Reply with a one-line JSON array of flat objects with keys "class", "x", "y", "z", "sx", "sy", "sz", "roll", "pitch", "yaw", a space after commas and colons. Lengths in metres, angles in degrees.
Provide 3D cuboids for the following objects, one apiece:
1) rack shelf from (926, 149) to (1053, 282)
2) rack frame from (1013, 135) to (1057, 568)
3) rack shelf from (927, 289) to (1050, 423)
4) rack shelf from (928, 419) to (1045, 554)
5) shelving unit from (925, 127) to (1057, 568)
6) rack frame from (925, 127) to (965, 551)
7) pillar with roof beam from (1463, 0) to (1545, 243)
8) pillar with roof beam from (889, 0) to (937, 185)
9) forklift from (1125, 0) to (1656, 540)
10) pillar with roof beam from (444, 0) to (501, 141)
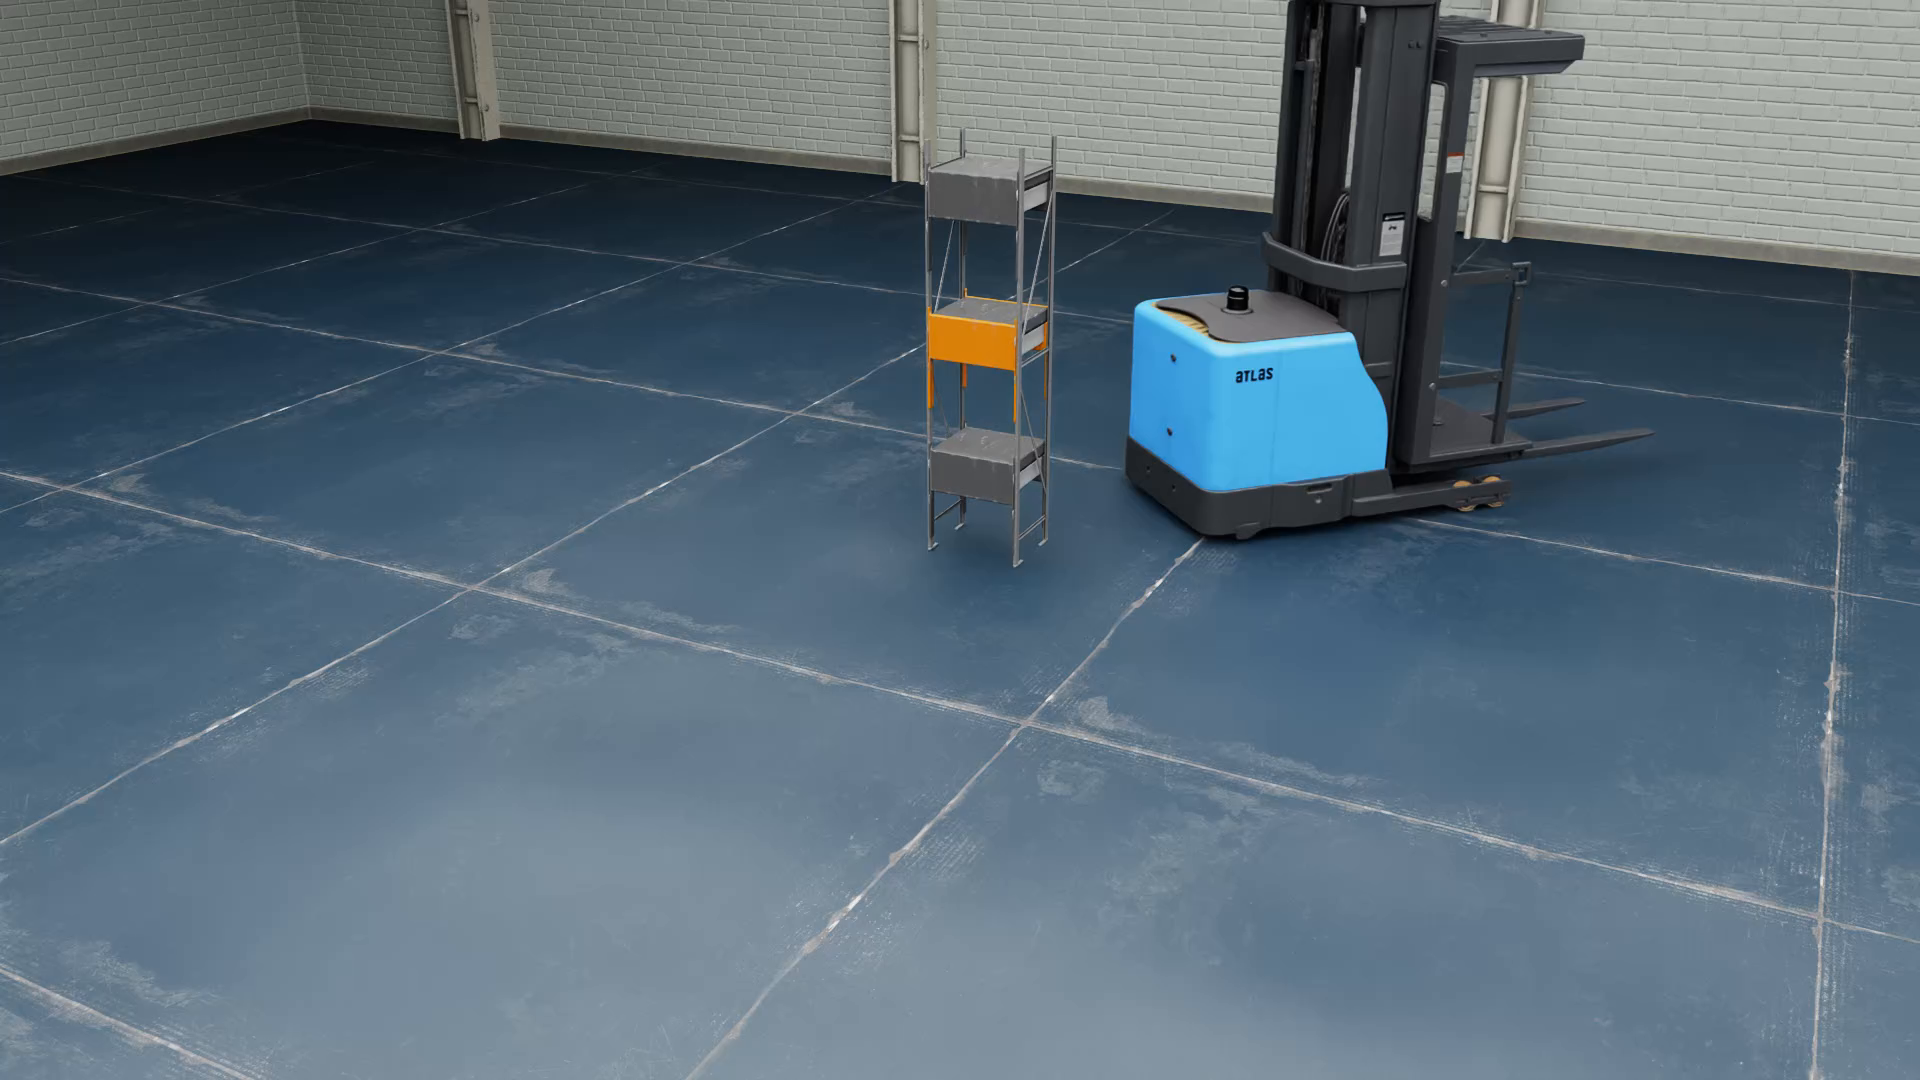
[{"class": "rack shelf", "x": 0.148, "y": -1.569, "z": 8.002, "sx": 0.480, "sy": 0.518, "sz": 0.431, "roll": 11, "pitch": 25, "yaw": 25}, {"class": "rack frame", "x": 0.365, "y": -0.894, "z": 8.169, "sx": 0.015, "sy": 2.100, "sz": 0.400, "roll": 11, "pitch": 25, "yaw": 25}, {"class": "rack shelf", "x": 0.148, "y": -0.924, "z": 8.276, "sx": 0.480, "sy": 0.518, "sz": 0.431, "roll": 11, "pitch": 25, "yaw": 25}, {"class": "rack shelf", "x": 0.148, "y": -0.280, "z": 8.550, "sx": 0.480, "sy": 0.518, "sz": 0.431, "roll": 11, "pitch": 25, "yaw": 25}, {"class": "shelving unit", "x": 0.148, "y": -0.937, "z": 8.270, "sx": 0.503, "sy": 2.100, "sz": 0.431, "roll": 11, "pitch": 25, "yaw": 25}, {"class": "rack frame", "x": -0.070, "y": -0.980, "z": 8.372, "sx": 0.015, "sy": 2.100, "sz": 0.400, "roll": 11, "pitch": 25, "yaw": 25}, {"class": "pillar with roof beam", "x": 2.925, "y": -5.426, "z": 10.011, "sx": 0.400, "sy": 9.000, "sz": 9.100, "roll": 11, "pitch": 25, "yaw": 25}, {"class": "pillar with roof beam", "x": -2.430, "y": -6.486, "z": 12.502, "sx": 0.400, "sy": 9.000, "sz": 9.100, "roll": 11, "pitch": 25, "yaw": 25}, {"class": "forklift", "x": 2.509, "y": -1.689, "z": 8.977, "sx": 3.031, "sy": 2.935, "sz": 1.130, "roll": -8, "pitch": 24, "yaw": -18}, {"class": "pillar with roof beam", "x": -7.784, "y": -7.545, "z": 14.993, "sx": 0.400, "sy": 9.000, "sz": 9.100, "roll": 11, "pitch": 25, "yaw": 25}]
